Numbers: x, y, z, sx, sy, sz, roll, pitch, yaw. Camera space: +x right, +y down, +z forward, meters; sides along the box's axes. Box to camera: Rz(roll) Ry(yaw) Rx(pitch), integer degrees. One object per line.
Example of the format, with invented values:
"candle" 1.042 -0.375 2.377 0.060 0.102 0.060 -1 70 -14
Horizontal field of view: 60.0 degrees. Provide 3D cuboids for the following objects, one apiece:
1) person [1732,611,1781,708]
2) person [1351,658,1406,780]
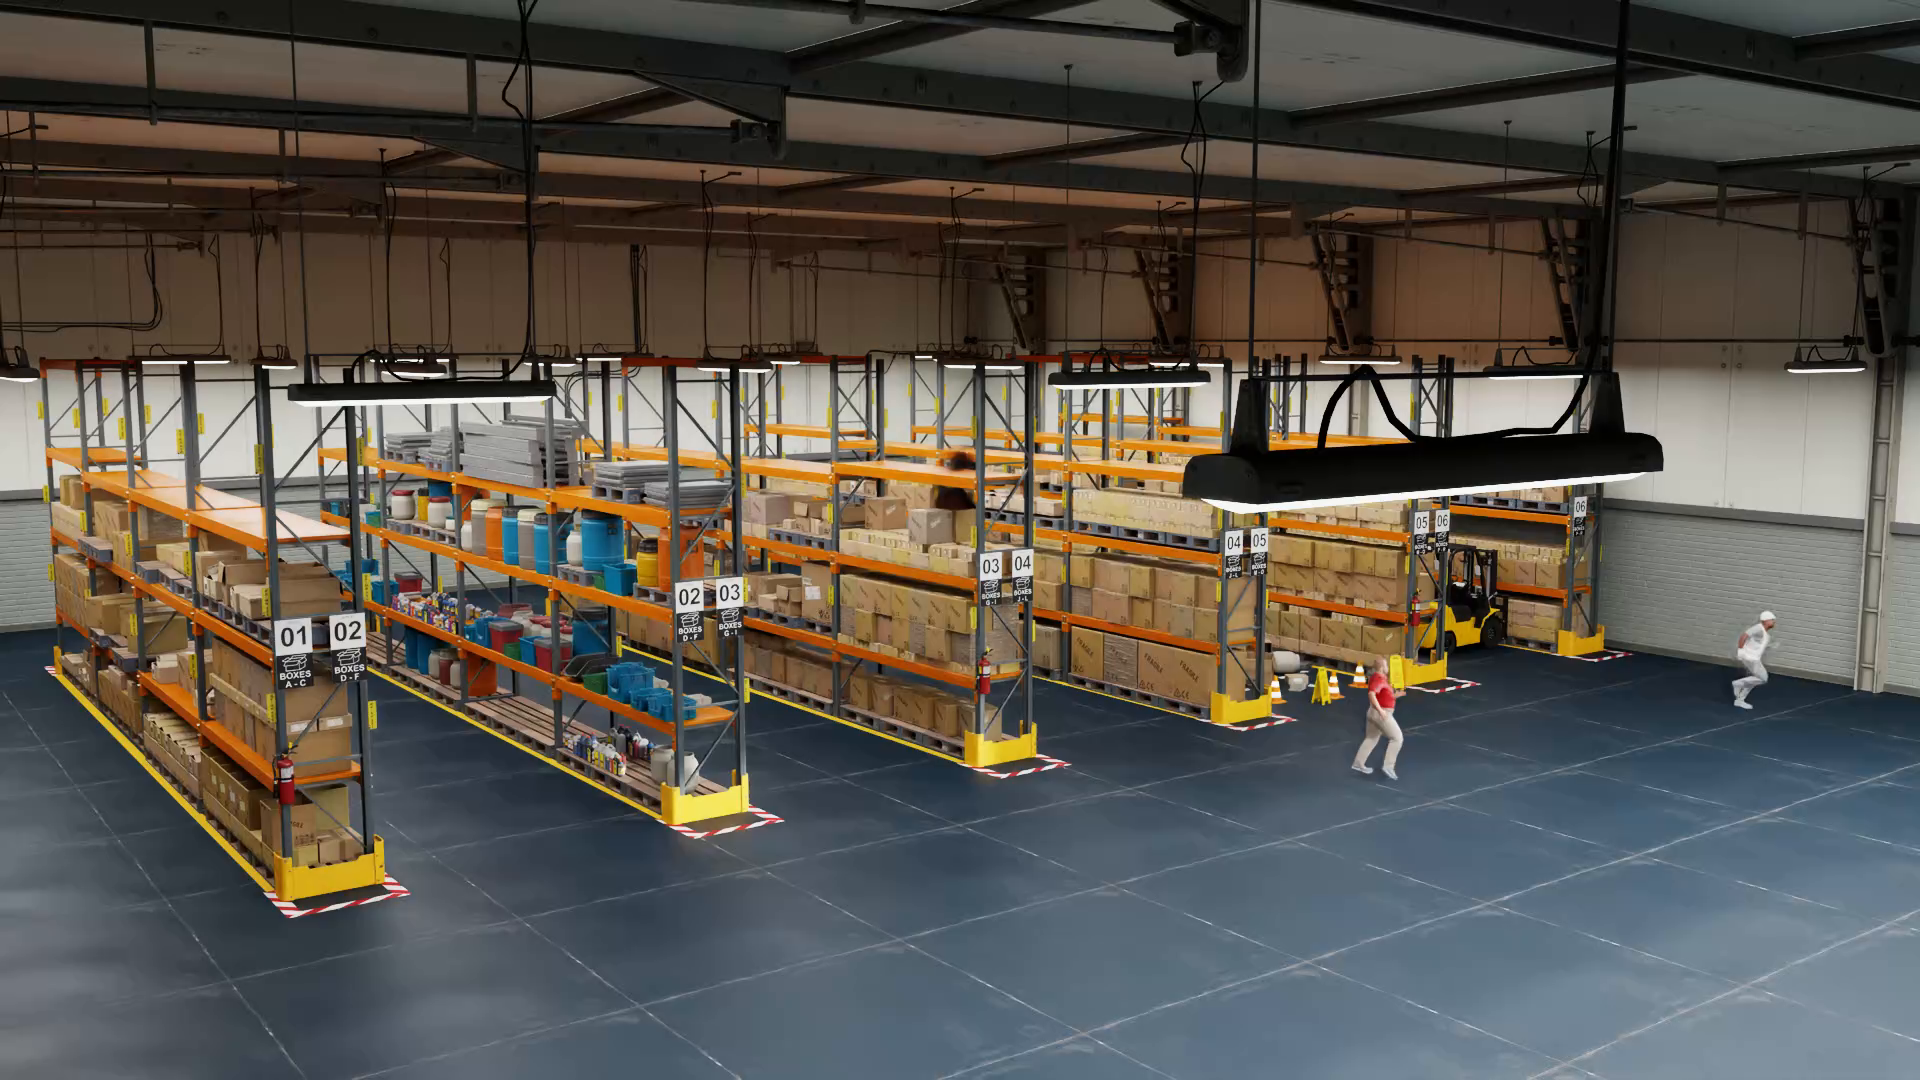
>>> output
"person" 13.720 2.062 28.631 0.732 1.699 0.670 4 8 28
"person" 6.087 2.604 24.076 0.771 1.800 0.632 -1 7 -9
